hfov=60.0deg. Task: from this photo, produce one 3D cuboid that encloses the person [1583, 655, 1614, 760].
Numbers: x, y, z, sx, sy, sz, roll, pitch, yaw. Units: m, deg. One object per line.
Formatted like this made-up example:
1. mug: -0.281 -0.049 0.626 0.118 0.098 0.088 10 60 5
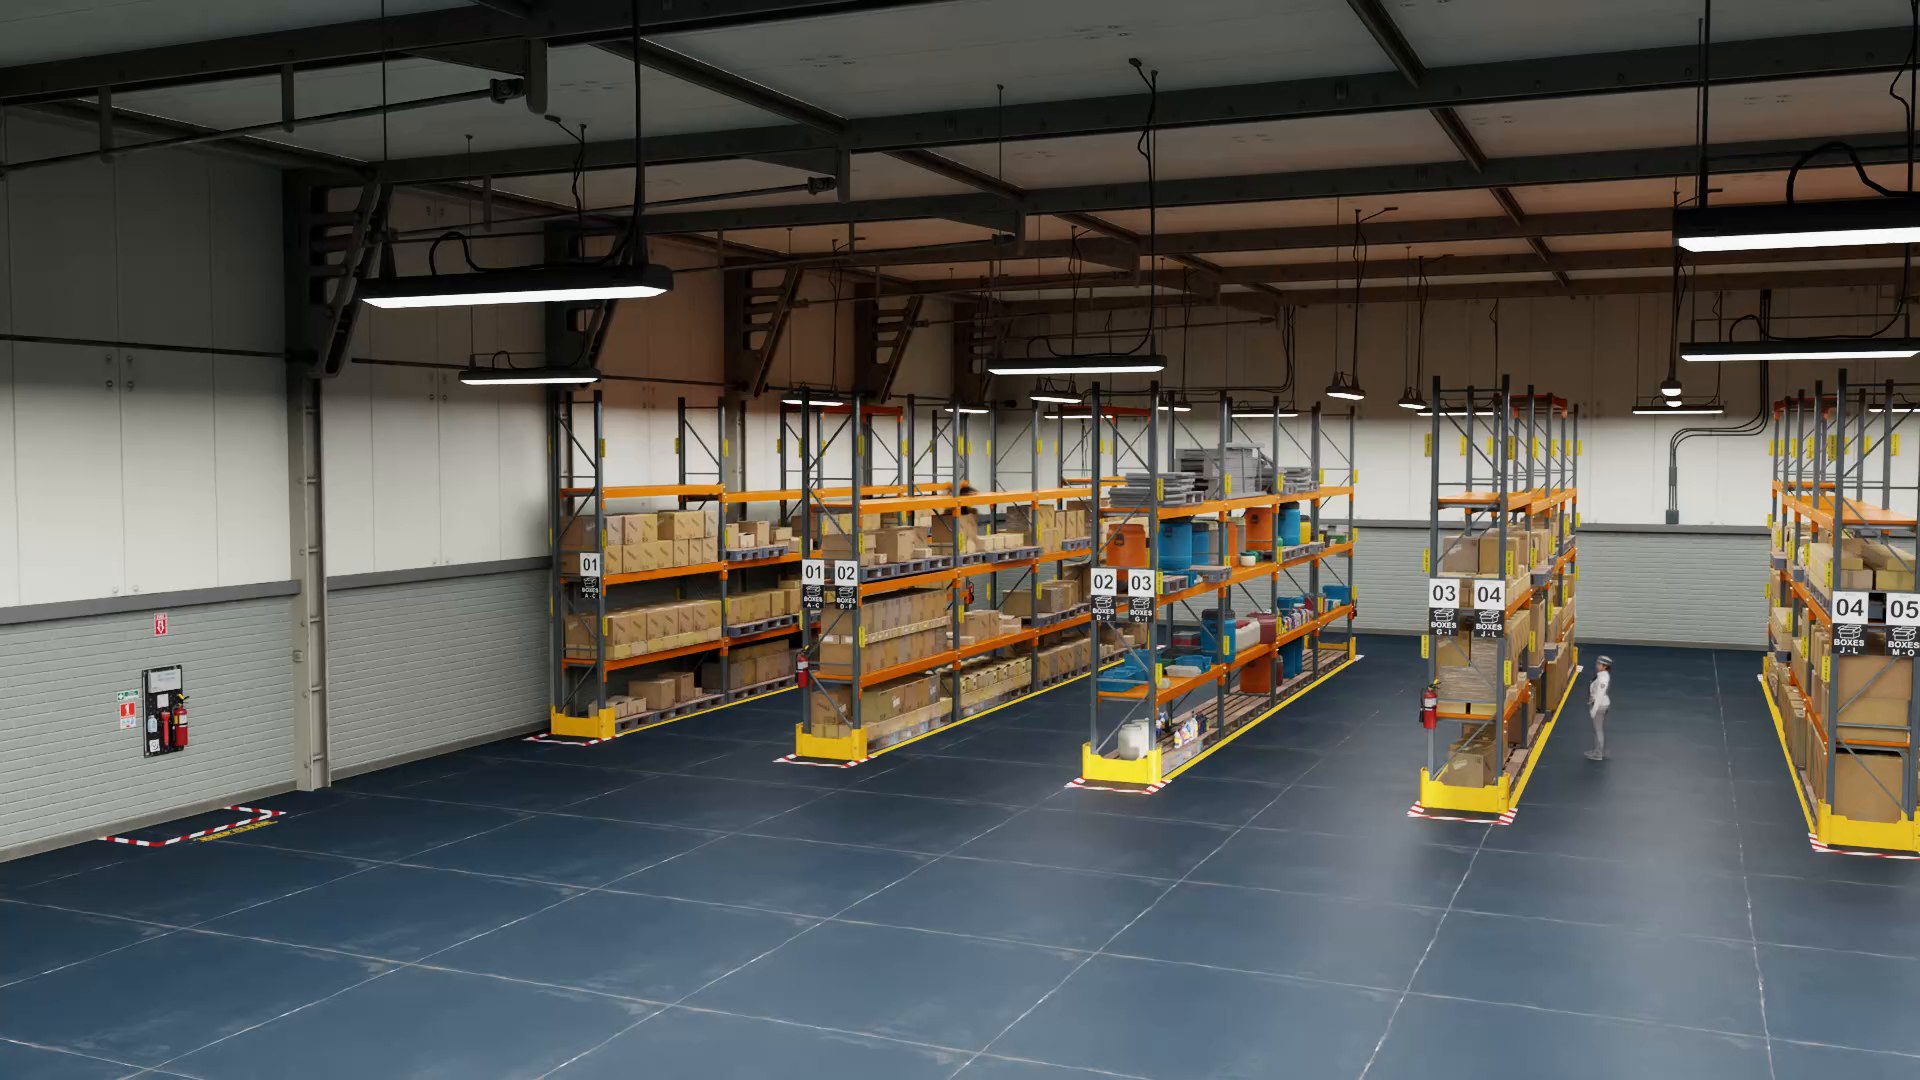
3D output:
1. person: 10.227 2.683 26.725 0.499 1.685 0.540 2 4 36
